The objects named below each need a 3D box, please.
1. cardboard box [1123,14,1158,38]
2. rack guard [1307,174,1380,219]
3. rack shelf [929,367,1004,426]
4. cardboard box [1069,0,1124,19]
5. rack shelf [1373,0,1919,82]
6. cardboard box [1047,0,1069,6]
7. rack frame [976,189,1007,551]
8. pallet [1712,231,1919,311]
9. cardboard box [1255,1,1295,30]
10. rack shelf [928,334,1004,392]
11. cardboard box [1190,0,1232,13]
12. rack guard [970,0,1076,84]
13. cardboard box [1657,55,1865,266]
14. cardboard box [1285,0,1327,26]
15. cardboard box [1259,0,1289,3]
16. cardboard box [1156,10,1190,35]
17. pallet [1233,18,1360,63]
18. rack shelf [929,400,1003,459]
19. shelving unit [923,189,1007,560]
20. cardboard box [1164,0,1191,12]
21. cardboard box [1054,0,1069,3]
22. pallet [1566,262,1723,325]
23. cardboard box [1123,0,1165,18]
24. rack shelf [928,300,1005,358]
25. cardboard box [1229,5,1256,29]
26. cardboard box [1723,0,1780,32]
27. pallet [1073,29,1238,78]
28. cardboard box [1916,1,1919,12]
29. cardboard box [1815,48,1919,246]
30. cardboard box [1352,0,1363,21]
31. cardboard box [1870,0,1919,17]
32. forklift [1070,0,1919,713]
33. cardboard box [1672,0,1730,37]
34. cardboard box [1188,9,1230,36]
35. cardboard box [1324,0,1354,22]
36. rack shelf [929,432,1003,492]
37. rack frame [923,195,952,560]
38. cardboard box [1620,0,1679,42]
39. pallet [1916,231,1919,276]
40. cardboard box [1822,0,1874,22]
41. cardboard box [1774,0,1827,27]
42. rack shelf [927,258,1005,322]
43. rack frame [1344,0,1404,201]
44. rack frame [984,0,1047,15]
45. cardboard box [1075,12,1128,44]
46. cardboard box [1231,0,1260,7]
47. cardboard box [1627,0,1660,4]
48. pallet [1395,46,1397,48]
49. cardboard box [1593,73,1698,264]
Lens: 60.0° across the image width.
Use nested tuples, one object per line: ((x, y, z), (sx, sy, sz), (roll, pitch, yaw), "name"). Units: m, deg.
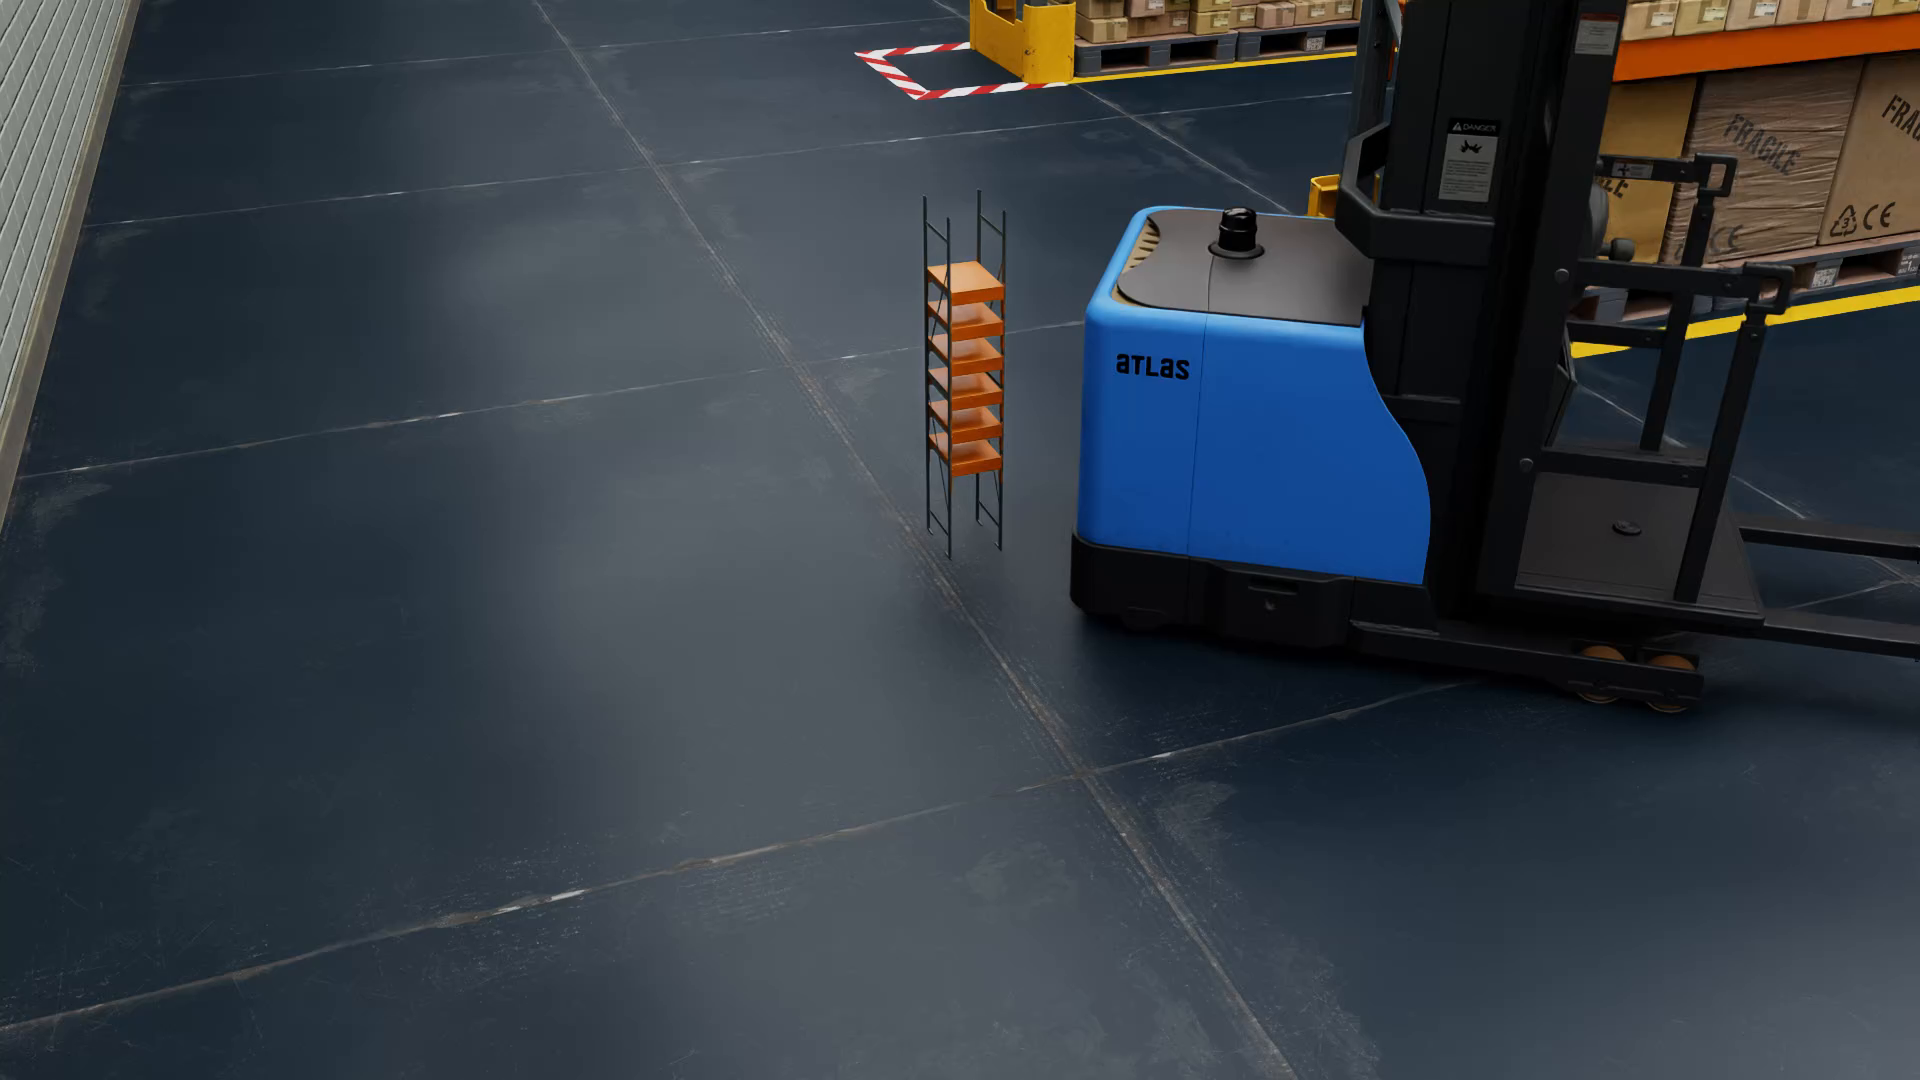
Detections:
((1.165, -3.585, 11.468), (0.250, 0.149, 0.380), (-11, 31, -18), "cardboard box")
((1.957, -1.207, 7.364), (0.348, 0.500, 1.175), (-10, 31, -18), "rack guard")
((0.014, -0.485, 5.479), (0.180, 0.103, 0.258), (-10, 31, -18), "rack shelf")
((0.926, -3.660, 11.300), (0.250, 0.149, 0.380), (-9, 31, -16), "cardboard box")
((3.854, -2.330, 7.536), (4.000, 0.370, 1.077), (-10, 31, -18), "rack shelf")
((0.766, -3.747, 11.753), (0.250, 0.149, 0.380), (-10, 31, -17), "cardboard box")
((0.099, -0.540, 5.485), (0.006, 1.200, 0.240), (-10, 31, -18), "rack frame")
((3.844, -1.469, 8.115), (1.213, 0.211, 1.003), (-10, 31, -18), "pallet")
((2.142, -3.715, 11.696), (0.250, 0.149, 0.380), (-12, 32, -20), "cardboard box")
((0.014, -0.589, 5.420), (0.180, 0.103, 0.258), (-10, 31, -18), "rack shelf")
((1.679, -3.759, 11.472), (0.250, 0.149, 0.380), (-9, 31, -16), "cardboard box")
((0.416, -3.543, 11.464), (0.348, 0.500, 1.175), (-10, 31, -18), "rack guard")
((3.405, -1.861, 7.709), (0.875, 0.875, 0.875), (-10, 31, -18), "cardboard box")
((2.393, -3.775, 11.801), (0.250, 0.149, 0.380), (-10, 31, -18), "cardboard box")
((2.134, -3.915, 11.746), (0.250, 0.149, 0.380), (-9, 31, -15), "cardboard box")
((1.395, -3.631, 11.549), (0.250, 0.149, 0.380), (-10, 31, -17), "cardboard box")
((2.332, -3.750, 12.119), (1.213, 0.211, 1.003), (-10, 31, -18), "pallet")
((0.014, -0.381, 5.539), (0.180, 0.103, 0.258), (-10, 31, -18), "rack shelf")
((0.014, -0.524, 5.457), (0.189, 1.200, 0.258), (-10, 31, -18), "shelving unit")
((1.401, -3.765, 11.483), (0.250, 0.149, 0.380), (-10, 31, -17), "cardboard box")
((0.740, -3.912, 11.742), (0.250, 0.149, 0.380), (-11, 32, -19), "cardboard box")
((2.702, -1.260, 7.748), (1.213, 0.211, 1.003), (-10, 31, -18), "pallet")
((1.202, -3.681, 11.337), (0.250, 0.149, 0.380), (-11, 31, -18), "cardboard box")
((0.014, -0.694, 5.361), (0.180, 0.103, 0.258), (-10, 31, -18), "rack shelf")
((1.879, -3.712, 11.692), (0.250, 0.149, 0.380), (-10, 31, -18), "cardboard box")
((3.152, -2.231, 6.890), (0.250, 0.149, 0.380), (-11, 31, -18), "cardboard box")
((1.190, -3.541, 11.753), (1.213, 0.211, 1.003), (-10, 31, -18), "pallet")
((4.114, -2.409, 7.201), (0.250, 0.149, 0.380), (-10, 31, -17), "cardboard box")
((4.239, -2.015, 7.979), (0.875, 0.875, 0.875), (-10, 31, -18), "cardboard box")
((2.875, -3.846, 11.926), (0.250, 0.149, 0.380), (-11, 31, -18), "cardboard box")
((3.869, -2.362, 7.120), (0.250, 0.149, 0.380), (-11, 32, -19), "cardboard box")
((1.924, -1.060, 4.650), (3.031, 2.935, 1.130), (7, 30, 12), "forklift")
((2.908, -2.186, 6.810), (0.250, 0.149, 0.380), (-11, 32, -19), "cardboard box")
((1.673, -3.624, 11.537), (0.250, 0.149, 0.380), (-10, 31, -17), "cardboard box")
((2.607, -3.832, 11.901), (0.250, 0.149, 0.380), (-10, 31, -17), "cardboard box")
((0.014, -0.277, 5.598), (0.180, 0.103, 0.258), (-10, 31, -18), "rack shelf")
((-0.072, -0.508, 5.430), (0.006, 1.200, 0.240), (-10, 31, -18), "rack frame")
((2.668, -2.141, 6.732), (0.250, 0.149, 0.380), (-11, 31, -18), "cardboard box")
((4.989, -1.681, 8.488), (1.213, 0.211, 1.003), (-10, 31, -18), "pallet")
((3.632, -2.319, 7.045), (0.250, 0.149, 0.380), (-11, 31, -18), "cardboard box")
((3.390, -2.275, 6.966), (0.250, 0.149, 0.380), (-11, 31, -19), "cardboard box")
((0.014, -0.798, 5.301), (0.180, 0.103, 0.258), (-10, 31, -18), "rack shelf")
((1.980, -2.297, 6.752), (0.127, 3.000, 1.000), (-10, 31, -18), "rack frame")
((0.345, -4.616, 10.822), (0.127, 3.000, 1.000), (-10, 31, -18), "rack frame")
((0.948, -3.502, 11.322), (0.250, 0.149, 0.380), (-10, 31, -17), "cardboard box")
((1.894, -3.849, 11.630), (0.250, 0.149, 0.380), (-12, 32, -20), "cardboard box")
((2.524, -2.319, 6.641), (0.500, 0.250, 0.500), (-11, 32, -19), "cardboard box")
((3.477, -3.962, 12.492), (1.213, 0.211, 1.003), (-10, 31, -18), "pallet")
((2.552, -1.704, 7.433), (0.875, 0.875, 0.875), (-10, 31, -18), "cardboard box")
